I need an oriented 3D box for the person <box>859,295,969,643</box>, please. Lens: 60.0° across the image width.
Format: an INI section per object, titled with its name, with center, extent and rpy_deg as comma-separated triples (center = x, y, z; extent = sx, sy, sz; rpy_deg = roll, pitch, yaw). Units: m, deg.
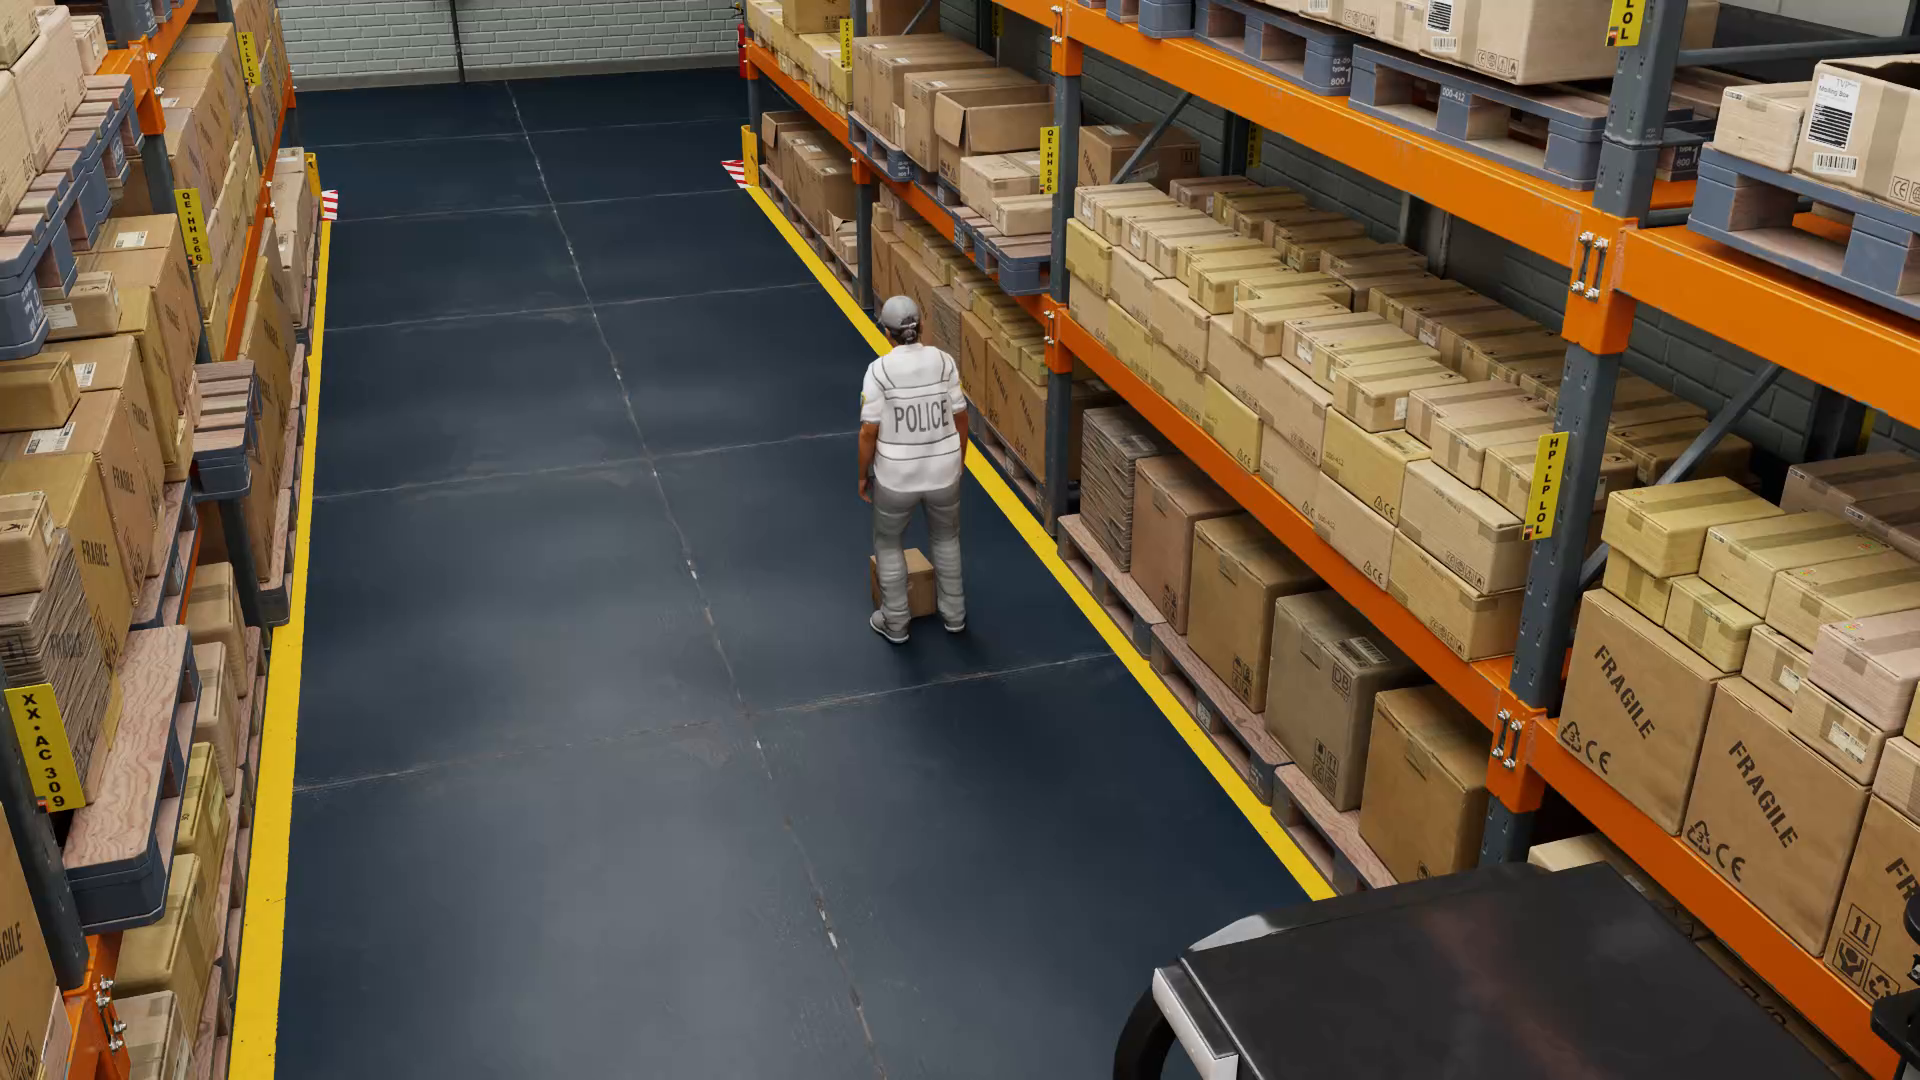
[person]
center = -0.214, -0.320, 7.750
extent = 0.550, 1.666, 0.473
rpy_deg = -9, 28, -17
